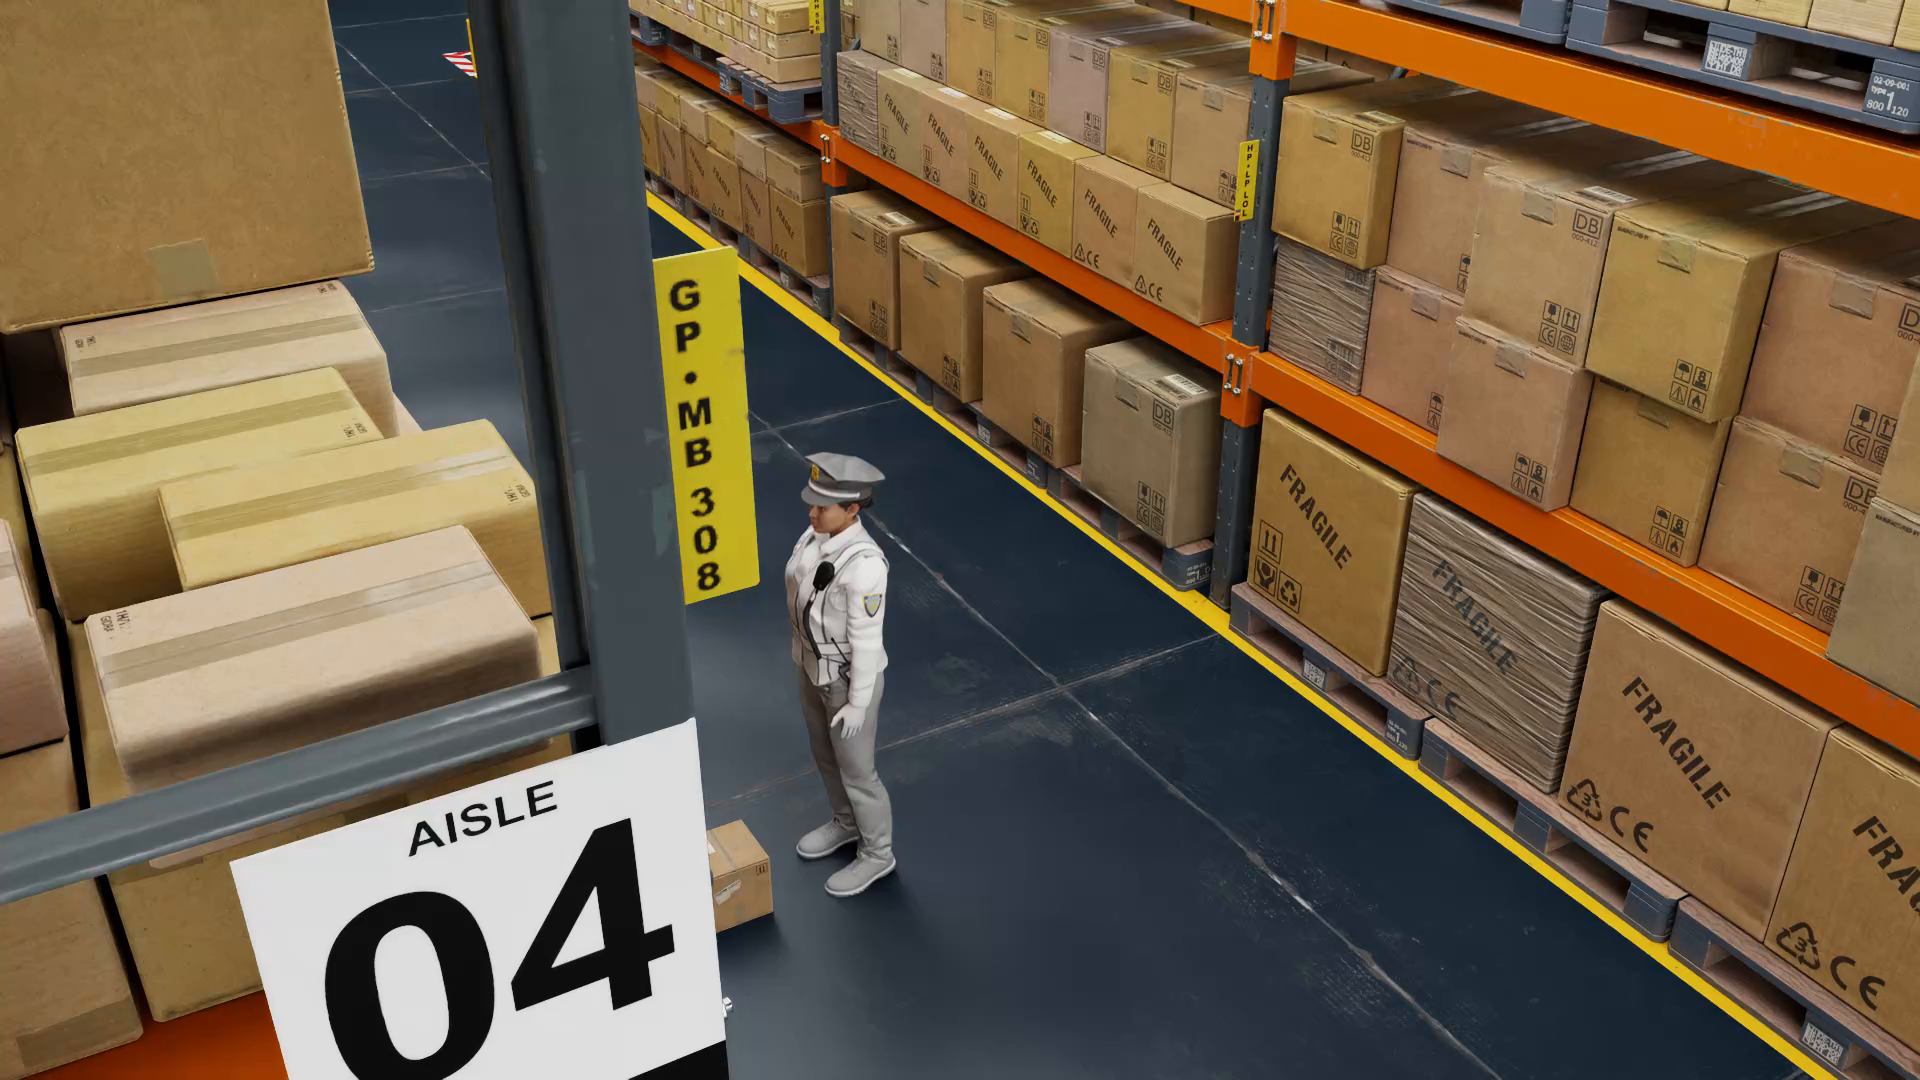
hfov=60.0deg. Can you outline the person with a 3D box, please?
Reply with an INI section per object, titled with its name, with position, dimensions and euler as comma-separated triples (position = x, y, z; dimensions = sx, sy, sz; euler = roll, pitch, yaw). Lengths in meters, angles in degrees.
[person]
position = -0.419, 0.469, 5.772
dimensions = 0.345, 1.687, 0.466
euler = -15, 33, -25
